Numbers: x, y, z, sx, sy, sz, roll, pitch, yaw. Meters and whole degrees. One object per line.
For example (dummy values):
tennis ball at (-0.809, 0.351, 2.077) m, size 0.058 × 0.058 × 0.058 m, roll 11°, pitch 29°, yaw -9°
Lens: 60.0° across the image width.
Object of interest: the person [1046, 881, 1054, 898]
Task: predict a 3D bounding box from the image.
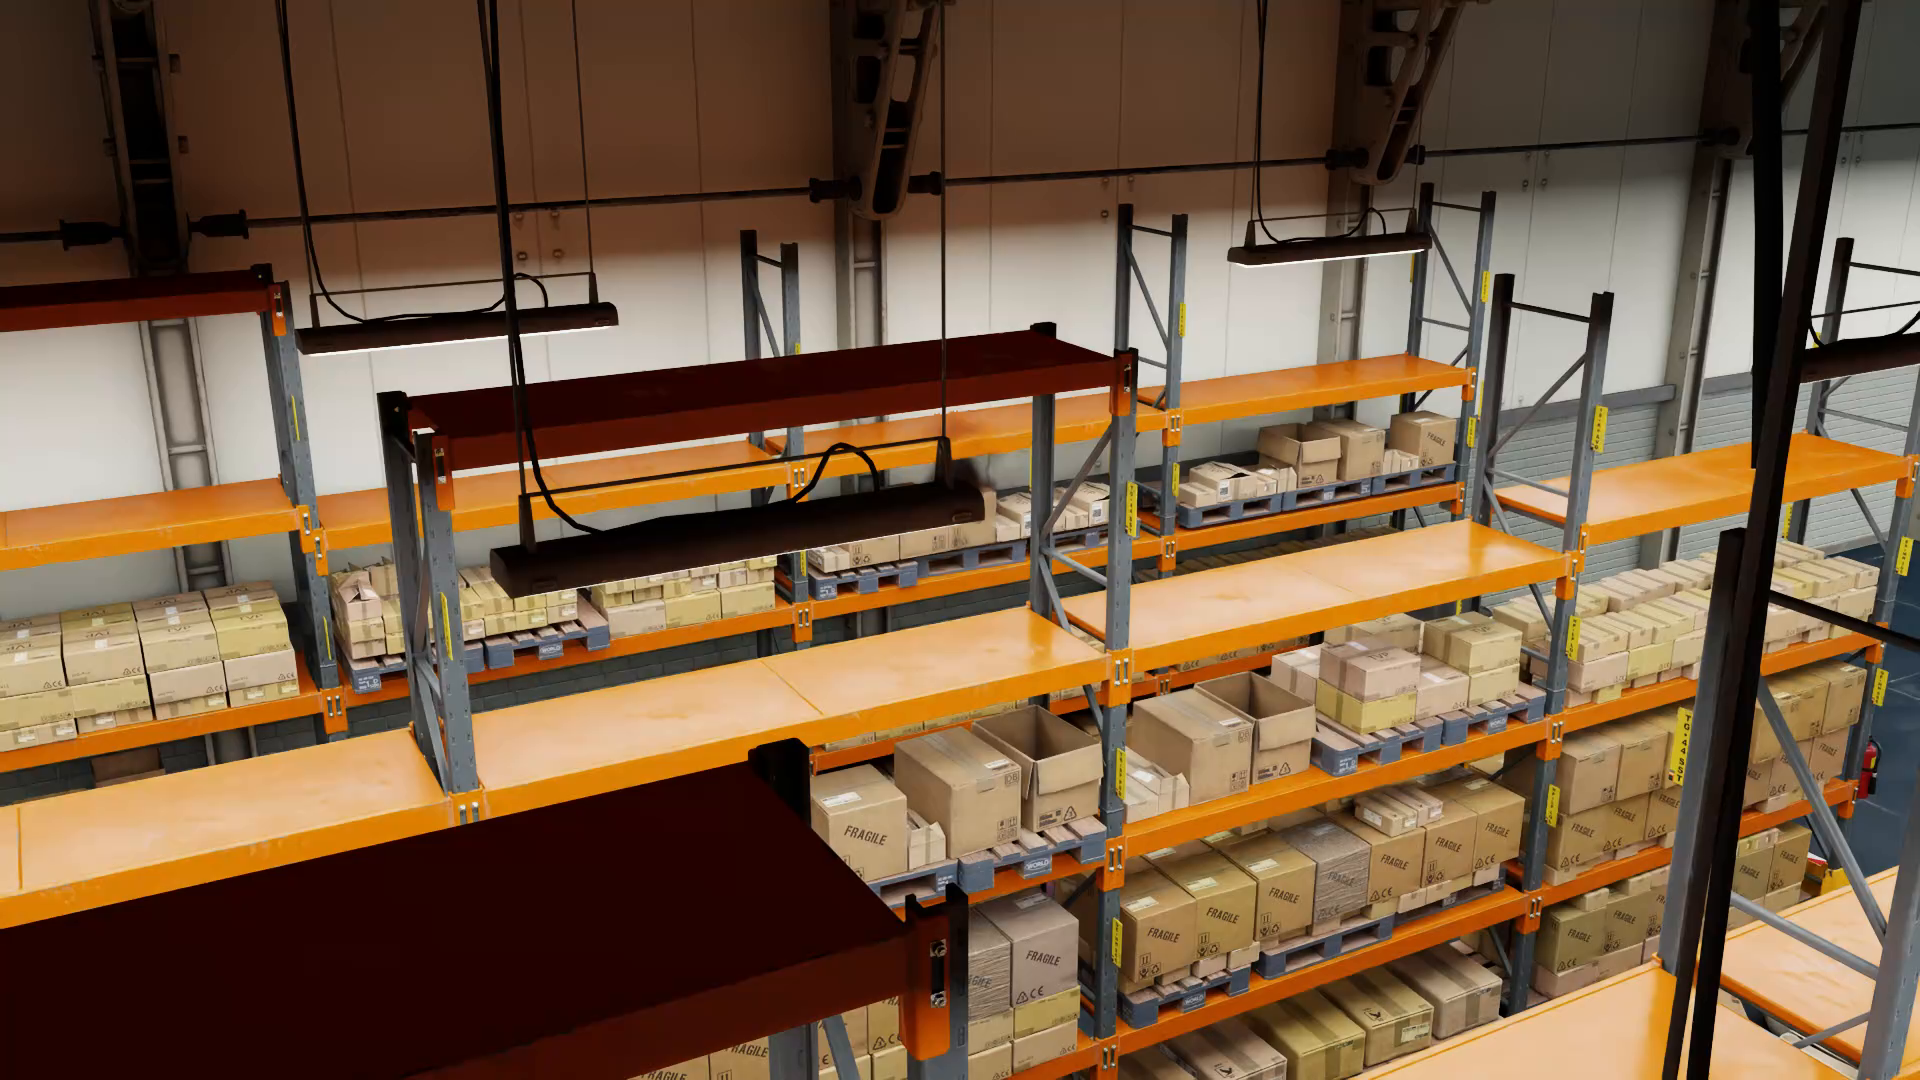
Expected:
person at (0.607, 2.893, 13.557) m, size 0.331 × 1.524 × 0.473 m, roll 11°, pitch 21°, yaw 31°
